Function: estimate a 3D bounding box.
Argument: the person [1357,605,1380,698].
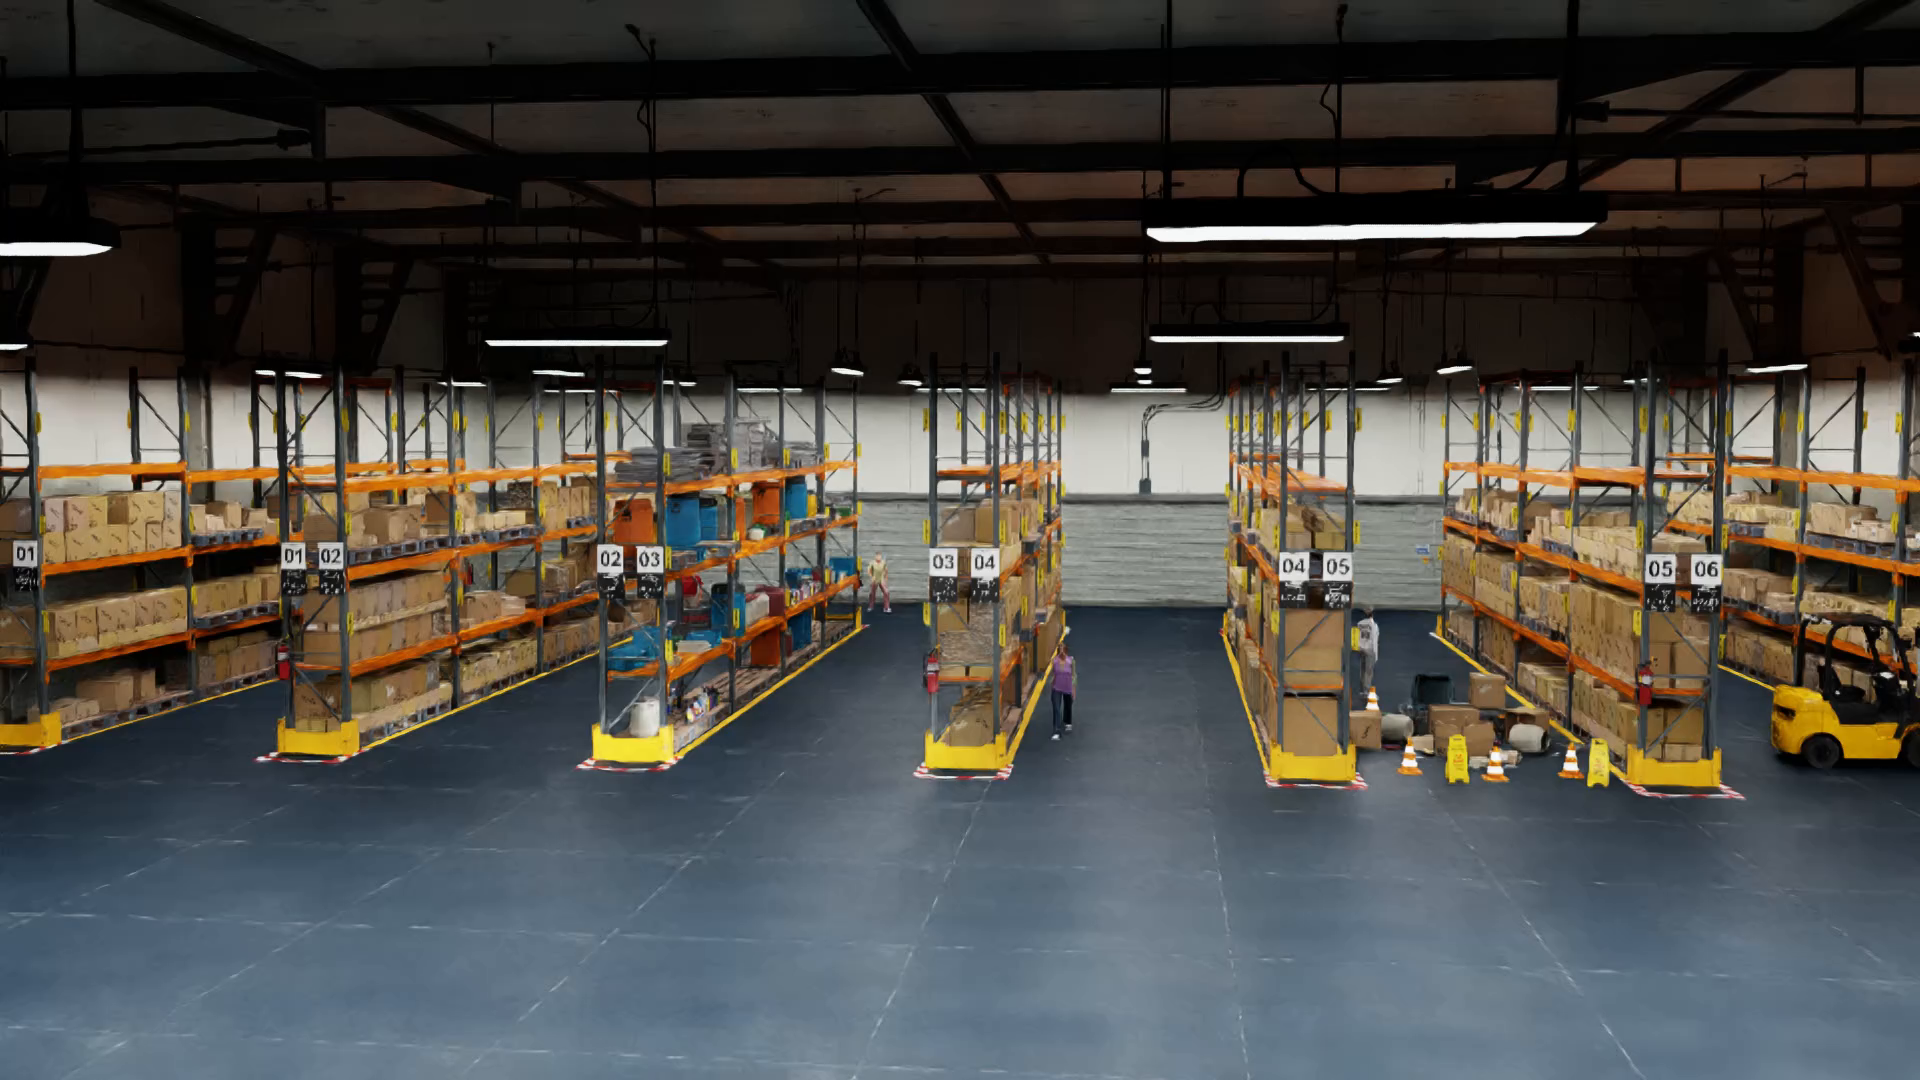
[{"bbox_3d":[7.437,2.019,30.195,0.416,1.677,0.532,-2,4,-25],"label":"person"}]

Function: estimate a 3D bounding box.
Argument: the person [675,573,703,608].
[{"bbox_3d":[-6.398,1.393,39.294,0.682,1.675,0.529,0,4,4],"label":"person"}]

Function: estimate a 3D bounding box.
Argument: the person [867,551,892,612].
[{"bbox_3d":[-2.151,1.089,43.905,0.620,1.594,0.817,-1,4,-10],"label":"person"}]

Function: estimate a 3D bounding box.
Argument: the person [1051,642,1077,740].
[{"bbox_3d":[1.651,2.421,26.397,0.416,1.417,1.029,0,4,5],"label":"person"}]
